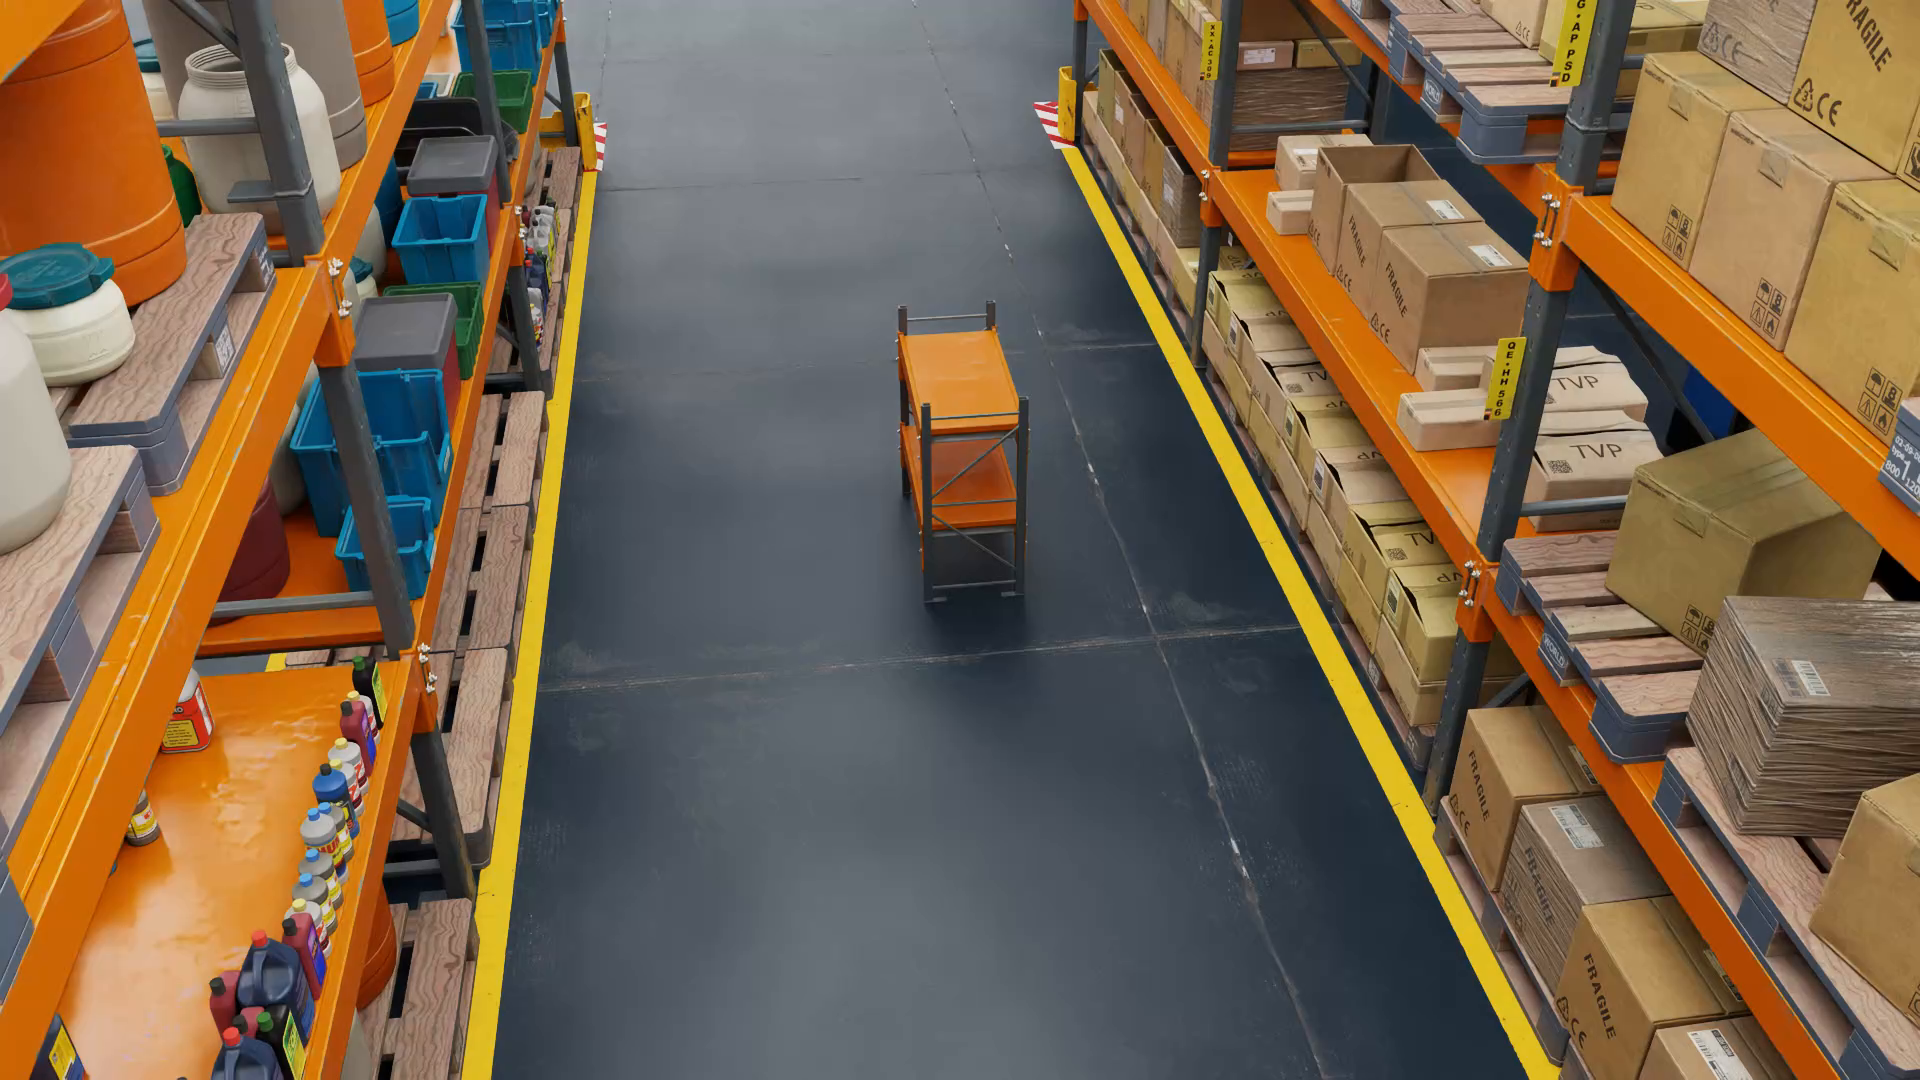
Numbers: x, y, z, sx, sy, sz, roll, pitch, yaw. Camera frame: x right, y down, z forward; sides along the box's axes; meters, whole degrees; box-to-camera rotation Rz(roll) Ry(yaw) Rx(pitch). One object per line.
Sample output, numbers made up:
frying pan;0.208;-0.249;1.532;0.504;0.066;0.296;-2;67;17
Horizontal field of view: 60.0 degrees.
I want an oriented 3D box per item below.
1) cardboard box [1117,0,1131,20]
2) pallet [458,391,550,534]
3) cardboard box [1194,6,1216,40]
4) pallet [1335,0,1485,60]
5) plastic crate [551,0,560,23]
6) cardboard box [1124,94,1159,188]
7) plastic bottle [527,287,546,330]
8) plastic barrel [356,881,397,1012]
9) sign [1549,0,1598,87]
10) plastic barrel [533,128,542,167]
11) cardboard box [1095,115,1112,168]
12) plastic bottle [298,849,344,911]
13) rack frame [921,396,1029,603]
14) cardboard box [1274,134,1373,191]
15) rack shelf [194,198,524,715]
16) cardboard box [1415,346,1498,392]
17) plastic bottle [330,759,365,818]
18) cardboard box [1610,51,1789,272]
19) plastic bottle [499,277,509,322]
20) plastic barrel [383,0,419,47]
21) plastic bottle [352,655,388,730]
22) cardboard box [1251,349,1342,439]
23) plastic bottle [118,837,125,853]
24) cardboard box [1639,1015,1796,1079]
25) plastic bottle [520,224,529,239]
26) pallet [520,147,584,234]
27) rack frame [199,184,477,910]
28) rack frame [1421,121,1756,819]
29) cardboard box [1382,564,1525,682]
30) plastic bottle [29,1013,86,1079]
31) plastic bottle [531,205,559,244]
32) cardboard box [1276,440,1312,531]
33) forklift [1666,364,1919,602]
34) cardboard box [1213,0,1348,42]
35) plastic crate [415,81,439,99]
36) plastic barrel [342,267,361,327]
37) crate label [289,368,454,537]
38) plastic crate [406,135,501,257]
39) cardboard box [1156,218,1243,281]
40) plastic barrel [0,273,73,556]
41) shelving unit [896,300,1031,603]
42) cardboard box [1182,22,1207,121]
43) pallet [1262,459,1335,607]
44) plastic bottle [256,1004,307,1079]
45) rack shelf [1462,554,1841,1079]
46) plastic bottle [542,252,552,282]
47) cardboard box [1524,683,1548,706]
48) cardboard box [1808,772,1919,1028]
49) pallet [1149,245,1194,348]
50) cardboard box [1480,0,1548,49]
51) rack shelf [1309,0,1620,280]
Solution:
cardboard box;1.529;-4.086;11.993;0.700;0.500;0.500;-4;34;-5
pallet;-2.823;-0.406;9.158;1.003;0.211;1.213;-4;35;-6
cardboard box;1.623;-3.095;9.964;0.380;0.149;0.250;-5;35;-8
pallet;2.146;-2.292;6.953;1.003;0.211;1.213;-3;34;-4
plastic crate;-3.142;-3.907;11.952;0.499;0.251;0.616;-4;35;-6
cardboard box;1.454;-2.792;11.587;0.500;0.500;0.500;-4;35;-6
plastic bottle;-2.647;-1.439;10.226;0.152;0.276;0.135;-3;34;-5
plastic barrel;-2.347;1.234;5.830;0.600;0.830;0.708;-4;35;-6
sign;1.928;-1.583;5.216;0.100;0.325;0.005;-4;35;-6
plastic barrel;-3.341;-3.010;12.339;0.421;0.512;0.421;0;34;0
cardboard box;1.326;-3.041;12.618;0.500;0.250;0.500;-4;35;-6
plastic bottle;-1.858;0.980;4.824;0.097;0.201;0.097;0;34;0
rack frame;0.069;-0.177;8.011;0.500;1.125;0.032;-4;35;-6
cardboard box;2.051;-2.033;9.203;0.500;0.250;0.500;-2;34;-3
rack shelf;-2.699;-0.580;7.576;1.077;0.370;4.000;-4;35;-6
cardboard box;2.252;-0.738;7.392;0.380;0.149;0.250;-2;34;-3
plastic bottle;-1.911;0.763;5.143;0.097;0.201;0.097;0;34;0
cardboard box;2.571;-1.174;5.057;0.910;0.500;0.500;-4;35;-6
plastic bottle;-2.808;-1.552;10.325;0.144;0.351;0.185;-4;35;-6
plastic barrel;-2.508;-2.443;6.562;0.600;0.901;0.708;-4;35;-6
plastic bottle;-1.952;0.480;5.485;0.061;0.283;0.133;-4;35;-6
cardboard box;1.883;-0.818;8.857;0.500;0.311;0.500;-5;35;-8
plastic bottle;-2.629;0.814;5.002;0.152;0.276;0.135;-4;35;-6
cardboard box;2.471;1.855;5.193;0.500;0.500;0.500;-5;35;-8
plastic bottle;-2.920;-2.019;11.144;0.097;0.201;0.097;0;34;0
pallet;-3.345;-2.581;12.349;1.003;0.211;1.213;-4;35;-6
rack frame;-2.430;0.239;5.736;1.000;3.000;0.127;-4;35;-6
rack frame;2.479;-0.134;6.284;1.000;3.000;0.127;-4;35;-6
cardboard box;2.165;0.323;7.183;0.500;0.311;0.500;-3;34;-5
plastic bottle;-2.355;1.302;4.220;0.144;0.351;0.185;-4;35;-6
plastic bottle;-2.817;-2.147;11.265;0.152;0.276;0.135;-4;34;-6
cardboard box;1.957;-0.302;8.598;0.500;0.250;0.500;-4;34;-5
forklift;4.955;-1.018;7.641;1.130;2.935;3.031;-11;36;-15
cardboard box;1.875;-3.191;9.528;0.700;0.500;0.500;-4;34;-6
plastic crate;-3.385;-2.529;9.929;0.499;0.251;0.616;-4;35;-6
plastic barrel;-2.958;-1.090;7.565;0.433;0.535;0.433;0;34;0
crate label;-2.295;-0.351;6.570;0.502;0.435;0.616;-4;35;-6
plastic crate;-2.599;-1.773;8.631;0.402;0.464;0.583;-4;35;-6
cardboard box;1.605;-1.926;10.981;0.500;0.250;0.500;-4;35;-6
plastic barrel;-2.042;-0.253;3.300;0.433;0.535;0.433;0;34;0
shelving unit;0.001;-0.461;8.428;0.538;1.125;1.048;-4;35;-6
cardboard box;1.798;-2.949;10.325;0.700;0.500;0.500;-5;35;-7
pallet;2.246;-0.124;8.744;1.003;0.211;1.213;-4;35;-6
plastic bottle;-1.756;1.296;4.289;0.061;0.283;0.133;-4;35;-6
rack shelf;2.748;1.279;4.848;1.077;0.370;4.000;-4;35;-6
plastic bottle;-2.705;-1.766;10.772;0.097;0.201;0.097;0;34;0
cardboard box;2.700;0.514;7.401;0.500;0.250;0.500;-4;35;-7
cardboard box;2.718;0.902;4.302;0.700;0.500;0.500;-13;36;-18
pallet;1.876;-1.661;11.000;1.003;0.211;1.213;-4;35;-6
cardboard box;2.274;-2.026;6.155;0.500;0.250;0.500;-3;34;-5
rack shelf;2.210;-2.193;7.279;1.077;0.370;4.000;-4;35;-6
